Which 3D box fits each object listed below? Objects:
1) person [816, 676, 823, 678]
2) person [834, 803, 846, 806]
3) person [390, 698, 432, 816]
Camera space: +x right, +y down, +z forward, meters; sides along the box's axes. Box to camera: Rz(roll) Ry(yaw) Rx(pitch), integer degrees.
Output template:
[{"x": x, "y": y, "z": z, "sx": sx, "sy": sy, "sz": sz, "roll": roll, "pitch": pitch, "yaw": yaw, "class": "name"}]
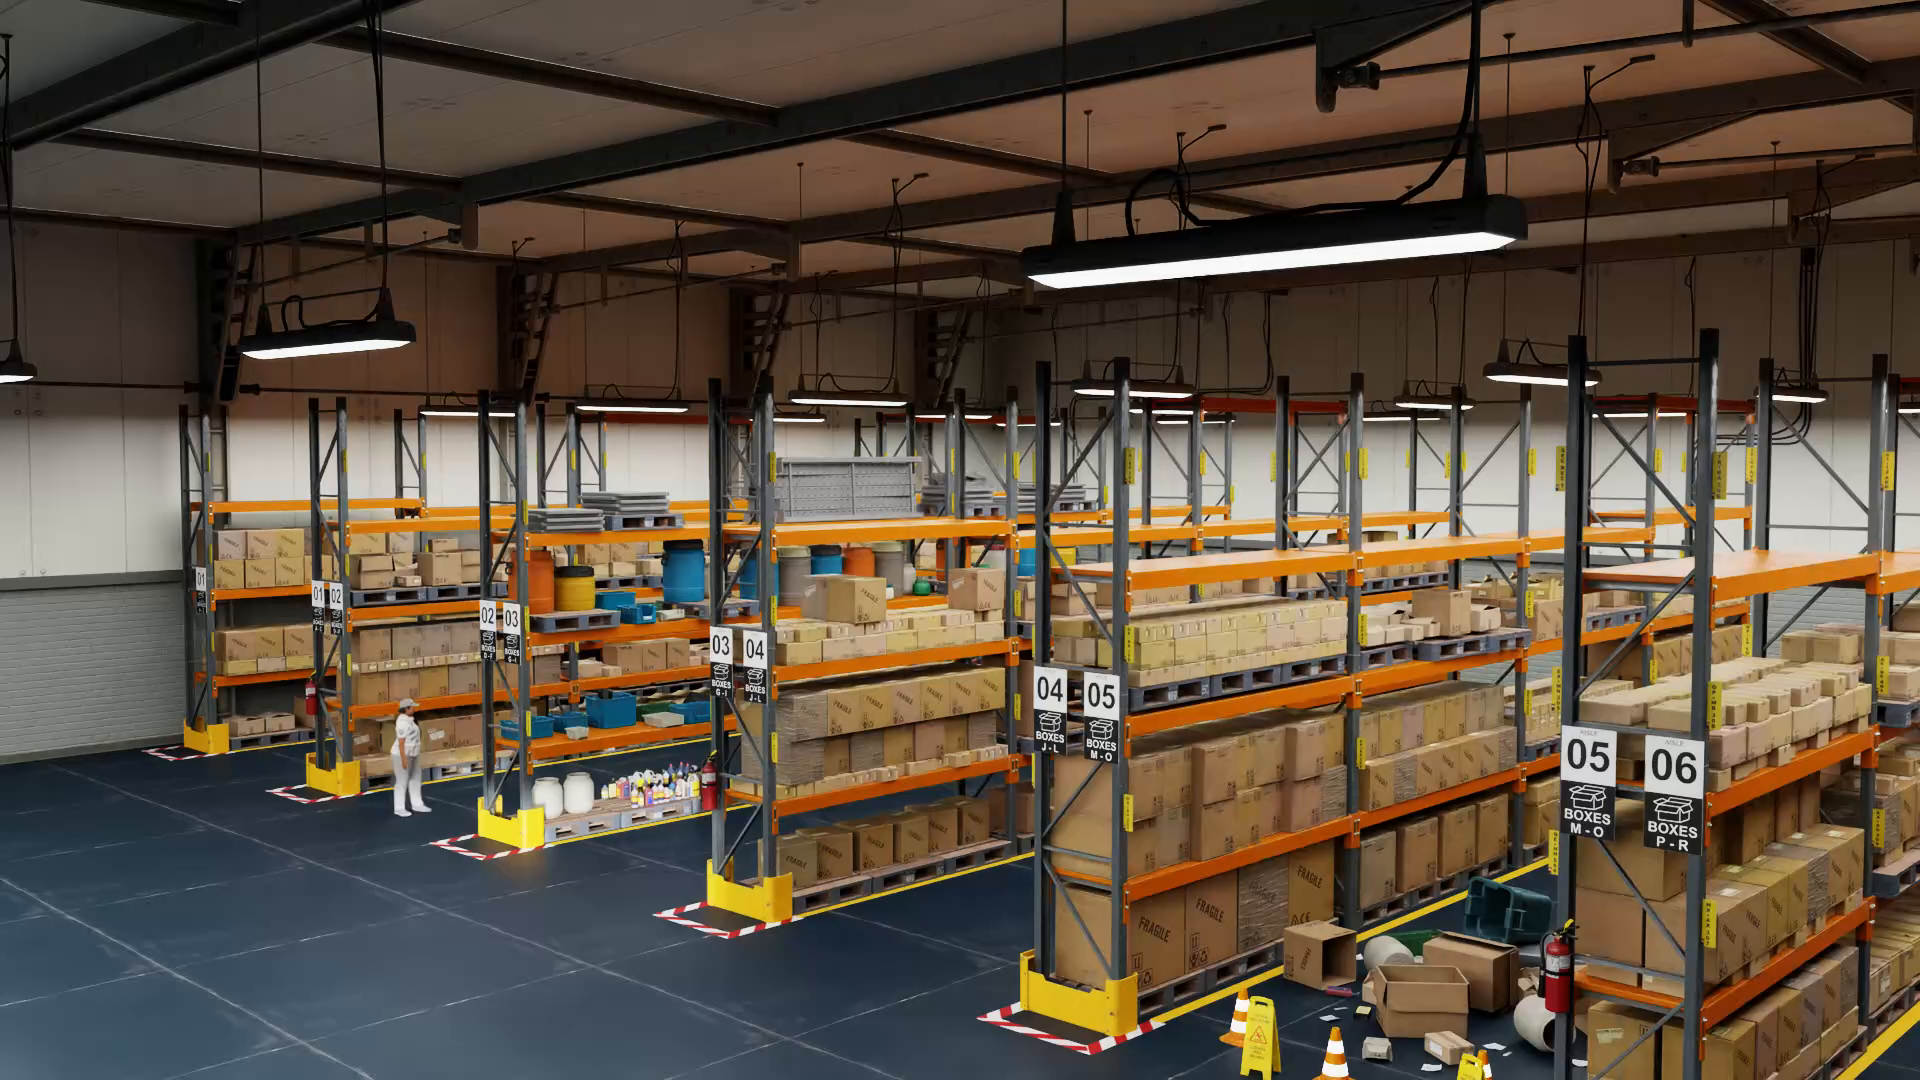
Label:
[{"x": -2.441, "y": 2.724, "z": 30.536, "sx": 0.339, "sy": 1.695, "sz": 0.514, "roll": 2, "pitch": 3, "yaw": 29, "class": "person"}, {"x": -1.812, "y": 3.062, "z": 24.357, "sx": 0.343, "sy": 1.697, "sz": 0.546, "roll": 1, "pitch": 3, "yaw": 20, "class": "person"}, {"x": -7.865, "y": 3.099, "z": 23.755, "sx": 0.486, "sy": 1.683, "sz": 0.560, "roll": 0, "pitch": 3, "yaw": 1, "class": "person"}]
